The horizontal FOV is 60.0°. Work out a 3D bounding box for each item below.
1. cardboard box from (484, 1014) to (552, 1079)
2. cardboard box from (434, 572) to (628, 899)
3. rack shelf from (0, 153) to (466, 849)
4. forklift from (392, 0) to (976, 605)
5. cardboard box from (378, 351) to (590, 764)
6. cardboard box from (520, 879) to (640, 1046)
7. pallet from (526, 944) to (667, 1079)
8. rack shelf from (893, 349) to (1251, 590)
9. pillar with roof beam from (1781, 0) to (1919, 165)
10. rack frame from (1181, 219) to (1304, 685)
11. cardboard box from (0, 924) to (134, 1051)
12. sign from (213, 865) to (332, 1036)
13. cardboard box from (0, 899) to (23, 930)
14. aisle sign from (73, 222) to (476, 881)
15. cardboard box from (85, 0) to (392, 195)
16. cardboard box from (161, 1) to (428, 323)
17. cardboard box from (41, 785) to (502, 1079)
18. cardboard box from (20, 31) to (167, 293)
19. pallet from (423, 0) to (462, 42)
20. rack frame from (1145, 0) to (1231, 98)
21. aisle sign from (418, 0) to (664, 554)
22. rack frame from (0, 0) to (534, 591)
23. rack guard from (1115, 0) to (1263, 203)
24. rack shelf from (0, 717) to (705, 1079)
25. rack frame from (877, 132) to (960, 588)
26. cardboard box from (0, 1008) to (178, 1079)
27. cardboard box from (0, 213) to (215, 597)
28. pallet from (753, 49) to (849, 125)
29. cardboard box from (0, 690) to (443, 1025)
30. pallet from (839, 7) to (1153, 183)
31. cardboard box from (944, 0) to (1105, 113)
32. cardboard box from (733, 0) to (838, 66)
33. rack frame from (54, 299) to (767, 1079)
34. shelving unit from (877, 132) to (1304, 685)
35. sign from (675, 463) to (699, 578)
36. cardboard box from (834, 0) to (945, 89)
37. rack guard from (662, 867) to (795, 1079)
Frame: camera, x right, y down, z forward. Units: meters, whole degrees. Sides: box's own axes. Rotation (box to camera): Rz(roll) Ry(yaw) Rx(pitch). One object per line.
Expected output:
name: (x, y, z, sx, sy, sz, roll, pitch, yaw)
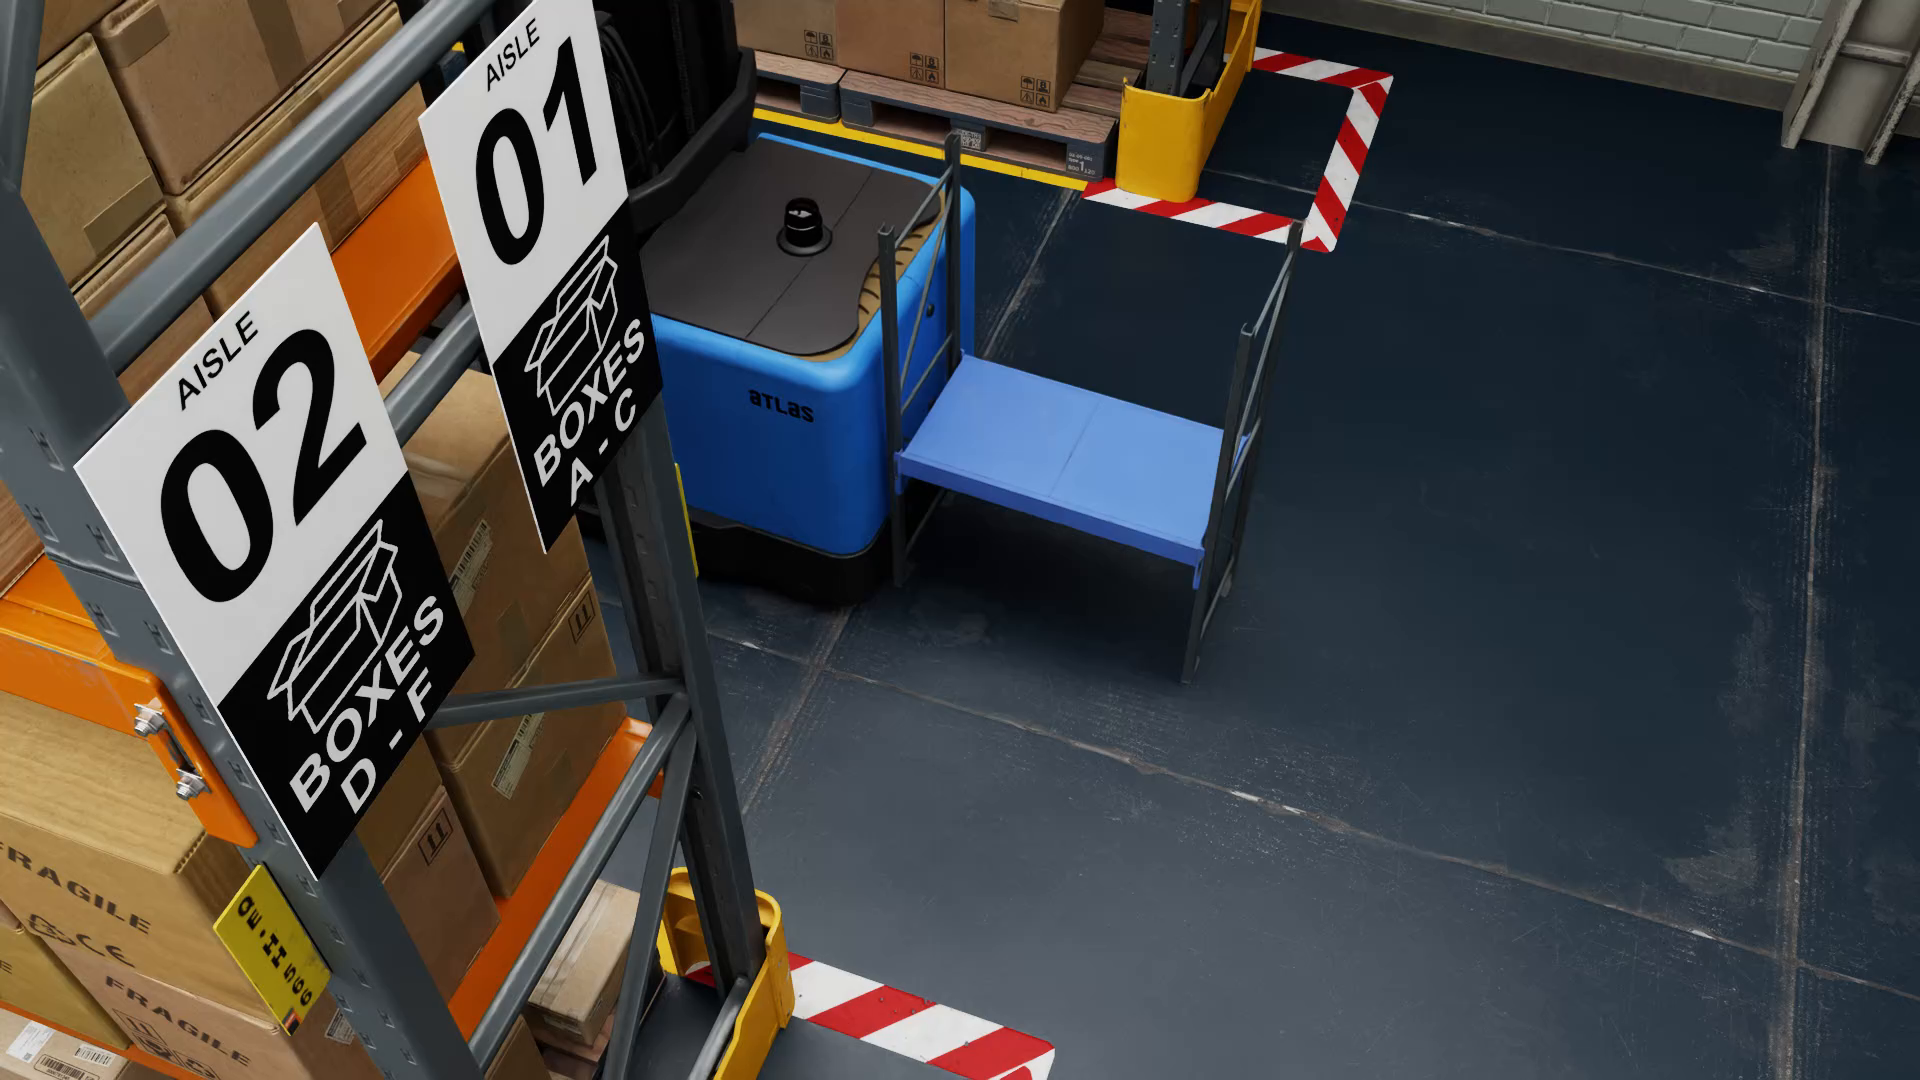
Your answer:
cardboard box: (-1.328, 1.372, 3.939, 0.500, 0.500, 0.500, 16, 51, 13)
cardboard box: (-1.058, 0.330, 3.413, 0.500, 0.500, 0.500, 17, 51, 14)
rack shelf: (-2.609, -0.605, 2.781, 4.000, 0.370, 1.077, 16, 51, 13)
forklift: (-1.501, -1.489, 5.101, 3.031, 2.935, 1.130, 18, 51, 15)
cardboard box: (-1.058, 0.002, 3.035, 0.500, 0.500, 0.500, 17, 51, 14)
cardboard box: (-1.006, 1.102, 4.406, 0.250, 0.149, 0.380, 16, 51, 13)
pallet: (-1.552, 1.351, 4.440, 1.213, 0.211, 1.003, 16, 51, 13)
rack shelf: (0.356, -0.237, 5.201, 1.000, 0.185, 0.538, 18, 51, 15)
pillar with roof beam: (2.321, -1.666, 1.239, 0.400, 9.000, 9.100, 16, 51, 13)
rack frame: (0.823, -0.203, 4.934, 0.032, 1.500, 0.500, 18, 51, 15)
cardboard box: (-1.735, 0.575, 3.201, 0.500, 0.500, 0.500, 16, 51, 13)
sign: (-0.944, 0.571, 2.295, 0.005, 0.325, 0.100, 16, 51, 13)
cardboard box: (-1.720, 0.252, 2.819, 0.500, 0.500, 0.500, 17, 51, 14)
aisle sign: (-0.775, 0.049, 2.002, 0.004, 0.787, 0.394, 16, 51, 13)
cardboard box: (-1.124, -0.751, 2.199, 0.500, 0.250, 0.500, 16, 51, 13)
cardboard box: (-1.127, -0.583, 2.384, 0.500, 0.250, 0.500, 16, 51, 13)
cardboard box: (-1.247, 0.708, 3.085, 0.500, 0.500, 0.500, 17, 51, 14)
cardboard box: (-1.303, -0.385, 1.883, 0.500, 0.250, 0.500, 16, 51, 13)
pallet: (-2.086, -2.727, 7.973, 1.213, 0.211, 1.003, 16, 51, 13)
rack frame: (0.980, -2.847, 6.233, 0.127, 3.000, 1.000, 16, 51, 13)
aisle sign: (-0.567, -0.376, 2.371, 0.004, 0.787, 0.394, 16, 51, 13)
rack frame: (-0.733, -1.299, 0.921, 0.127, 3.000, 1.000, 16, 51, 13)
rack guard: (1.003, -2.022, 7.172, 0.348, 0.500, 1.175, 16, 51, 13)
rack shelf: (-2.609, 0.377, 3.914, 4.000, 0.370, 1.077, 16, 51, 13)
rack frame: (-0.111, -0.506, 5.196, 0.032, 1.500, 0.500, 18, 51, 15)
cardboard box: (-2.209, 1.184, 4.267, 0.500, 0.250, 0.500, 16, 51, 13)
cardboard box: (-1.306, -0.216, 2.066, 0.500, 0.250, 0.500, 16, 51, 13)
pallet: (-0.937, -2.408, 7.698, 1.213, 0.211, 1.003, 16, 51, 13)
cardboard box: (-1.246, 0.384, 2.705, 0.500, 0.500, 0.500, 15, 51, 13)
pallet: (0.203, -2.088, 7.420, 1.213, 0.211, 1.003, 16, 51, 13)
cardboard box: (0.289, -2.278, 7.116, 0.500, 0.500, 0.700, 16, 51, 13)
cardboard box: (-0.652, -2.541, 7.343, 0.500, 0.500, 0.700, 14, 51, 12)
rack frame: (-0.733, 0.665, 3.188, 0.127, 3.000, 1.000, 16, 51, 13)
shelving unit: (0.356, -0.355, 5.065, 1.048, 1.500, 0.538, 18, 51, 15)
sign: (-0.545, -0.003, 3.195, 0.005, 0.325, 0.100, 16, 51, 13)
cardboard box: (-0.180, -2.409, 7.229, 0.500, 0.500, 0.700, 15, 51, 13)
rack guard: (-0.804, 1.464, 4.150, 0.348, 0.500, 1.175, 16, 51, 13)
